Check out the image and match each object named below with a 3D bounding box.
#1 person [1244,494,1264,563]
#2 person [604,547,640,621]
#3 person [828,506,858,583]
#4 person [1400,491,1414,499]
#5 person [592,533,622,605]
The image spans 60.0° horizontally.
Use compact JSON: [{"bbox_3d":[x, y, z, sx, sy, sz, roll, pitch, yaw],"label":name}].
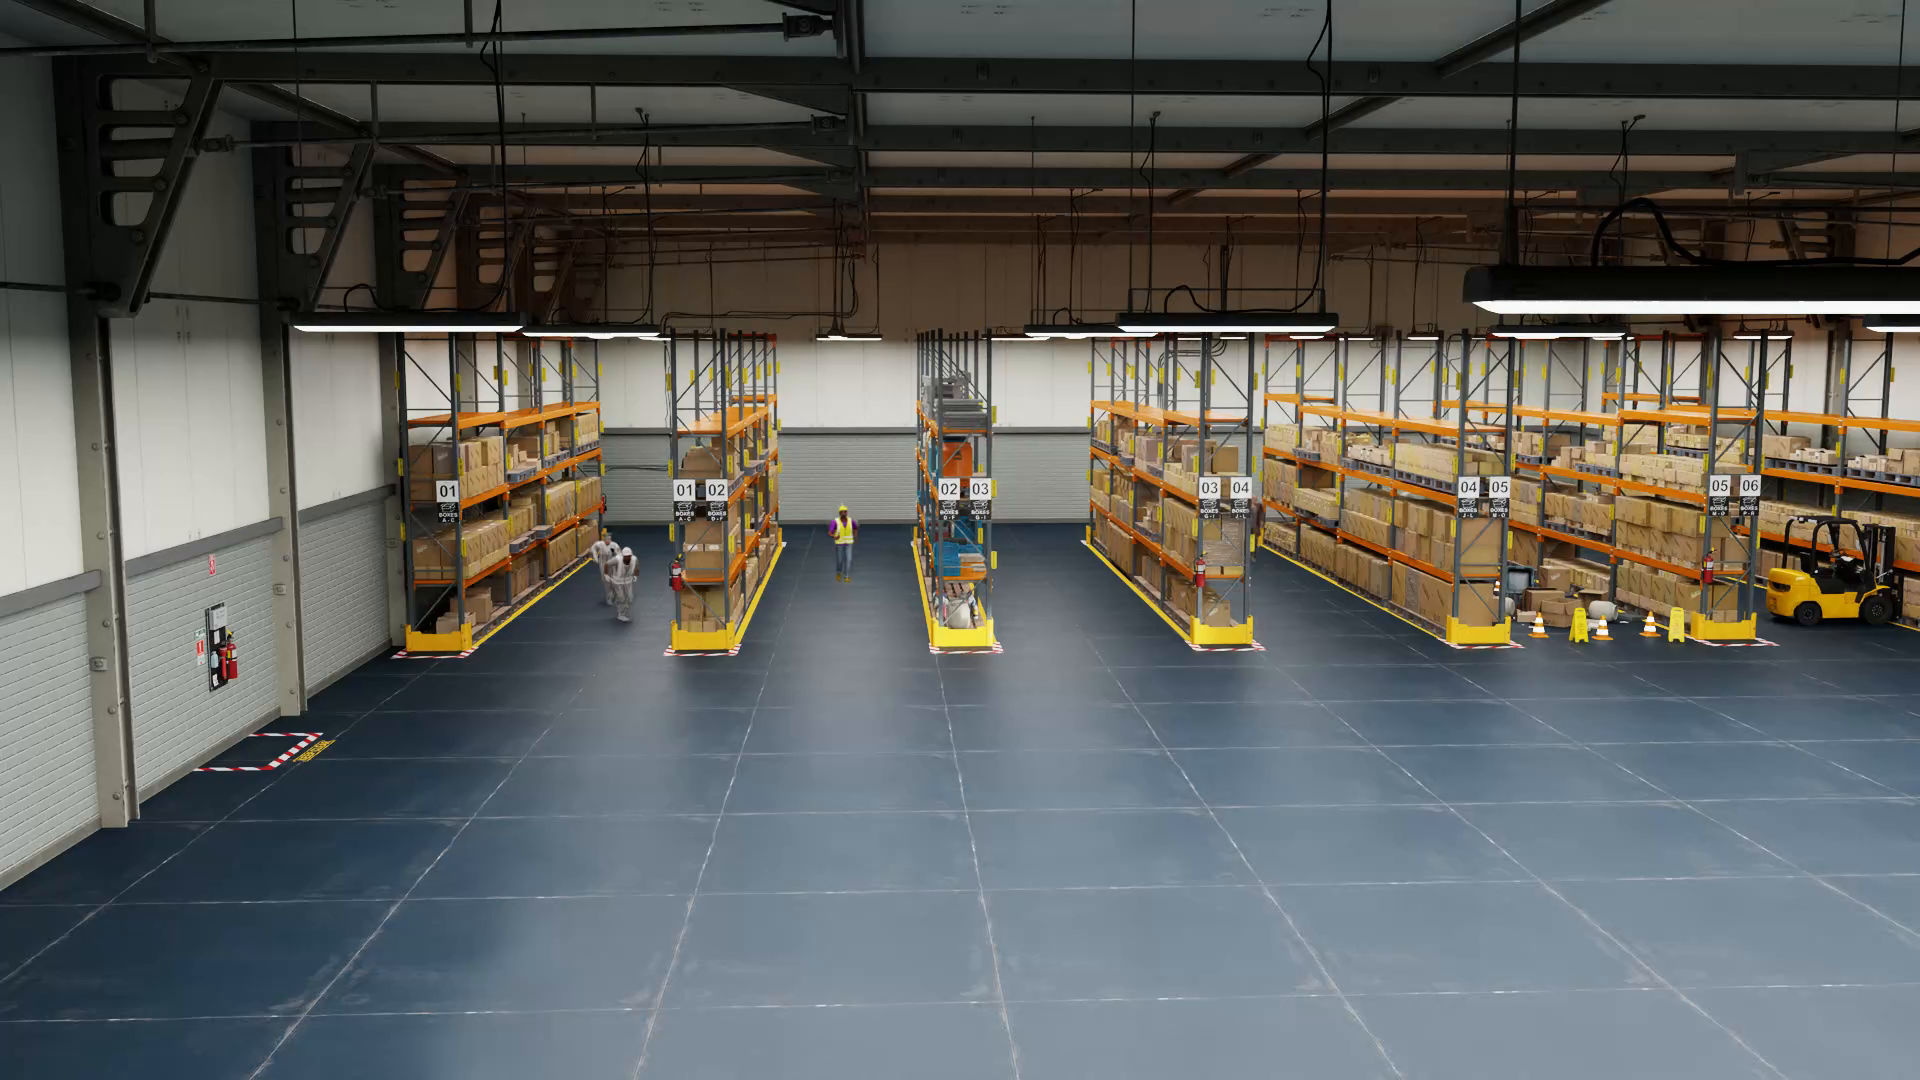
[{"bbox_3d":[7.707,-0.331,43.976,0.734,1.773,1.069,-1,7,-7],"label":"person"},{"bbox_3d":[-6.965,0.911,34.265,0.710,1.583,0.871,-4,8,-28],"label":"person"},{"bbox_3d":[-2.647,0.096,38.023,0.714,1.751,0.725,-2,7,-15],"label":"person"},{"bbox_3d":[13.224,-0.940,49.252,0.654,1.731,0.654,-1,7,-6],"label":"person"},{"bbox_3d":[-7.831,0.613,36.945,0.655,1.616,0.980,-1,7,-8],"label":"person"}]
